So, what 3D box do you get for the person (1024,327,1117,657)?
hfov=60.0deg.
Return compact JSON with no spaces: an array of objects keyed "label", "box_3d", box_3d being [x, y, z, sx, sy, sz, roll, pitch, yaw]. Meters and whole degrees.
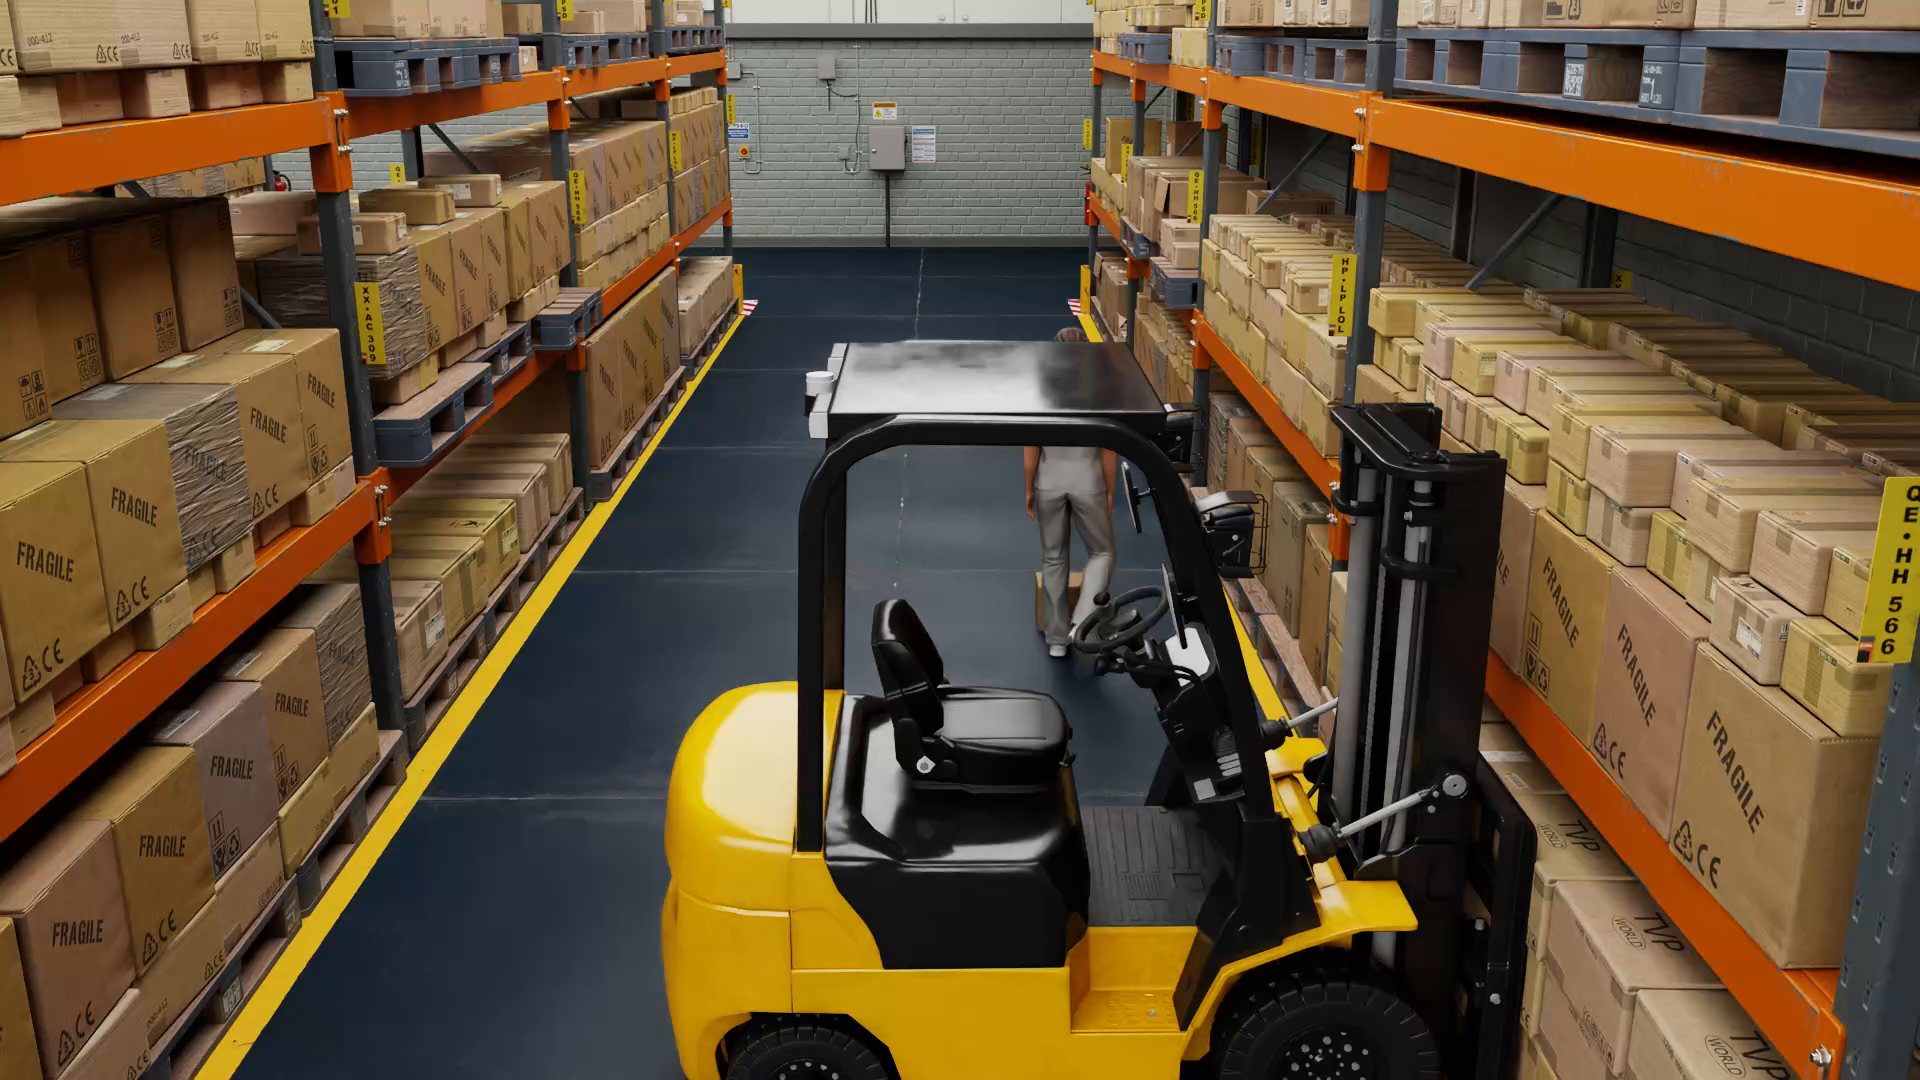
[{"label":"person","box_3d":[0.538,-0.213,8.183,0.456,1.672,0.534,3,17,10]}]
